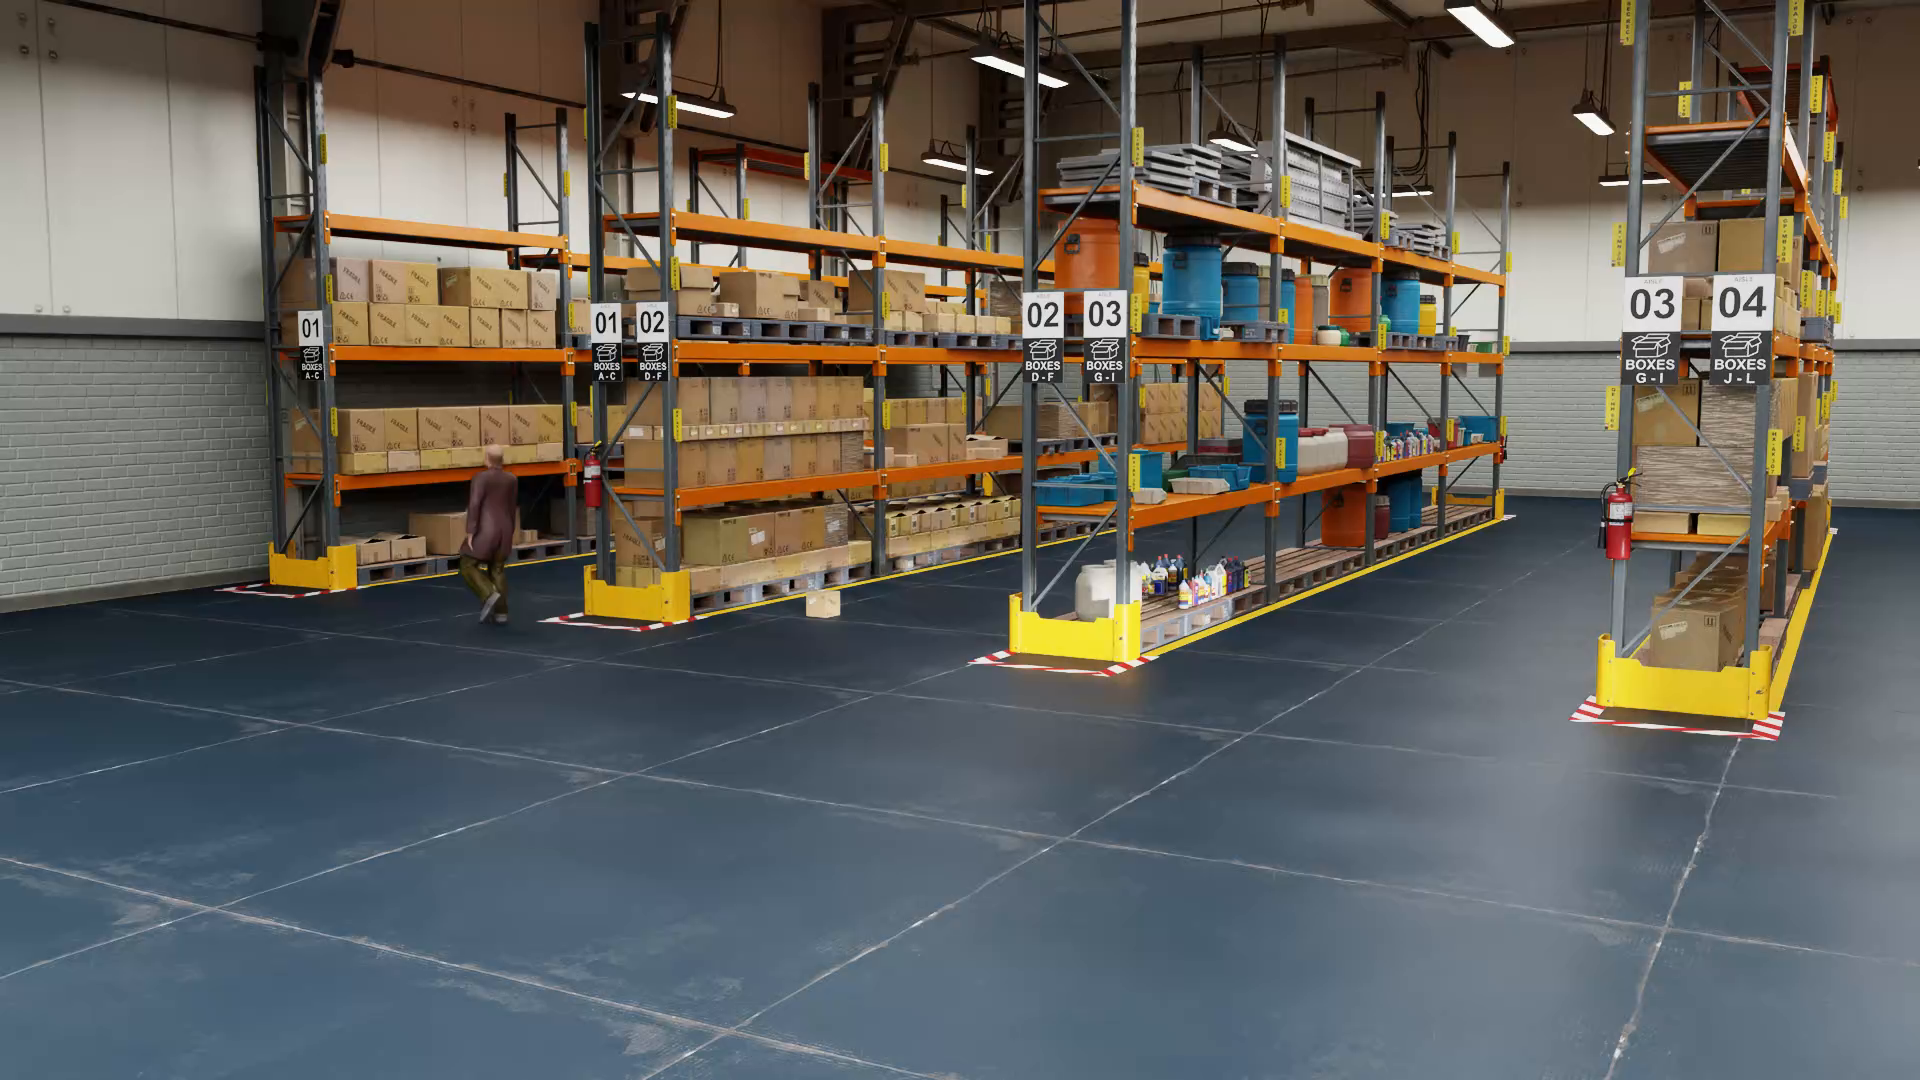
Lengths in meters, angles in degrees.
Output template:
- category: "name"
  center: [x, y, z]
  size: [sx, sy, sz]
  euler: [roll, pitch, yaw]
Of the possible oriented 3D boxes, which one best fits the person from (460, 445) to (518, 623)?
- category: "person"
  center: [-4.635, -0.065, 16.507]
  size: [0.559, 1.760, 0.646]
  euler: [4, 7, 38]
